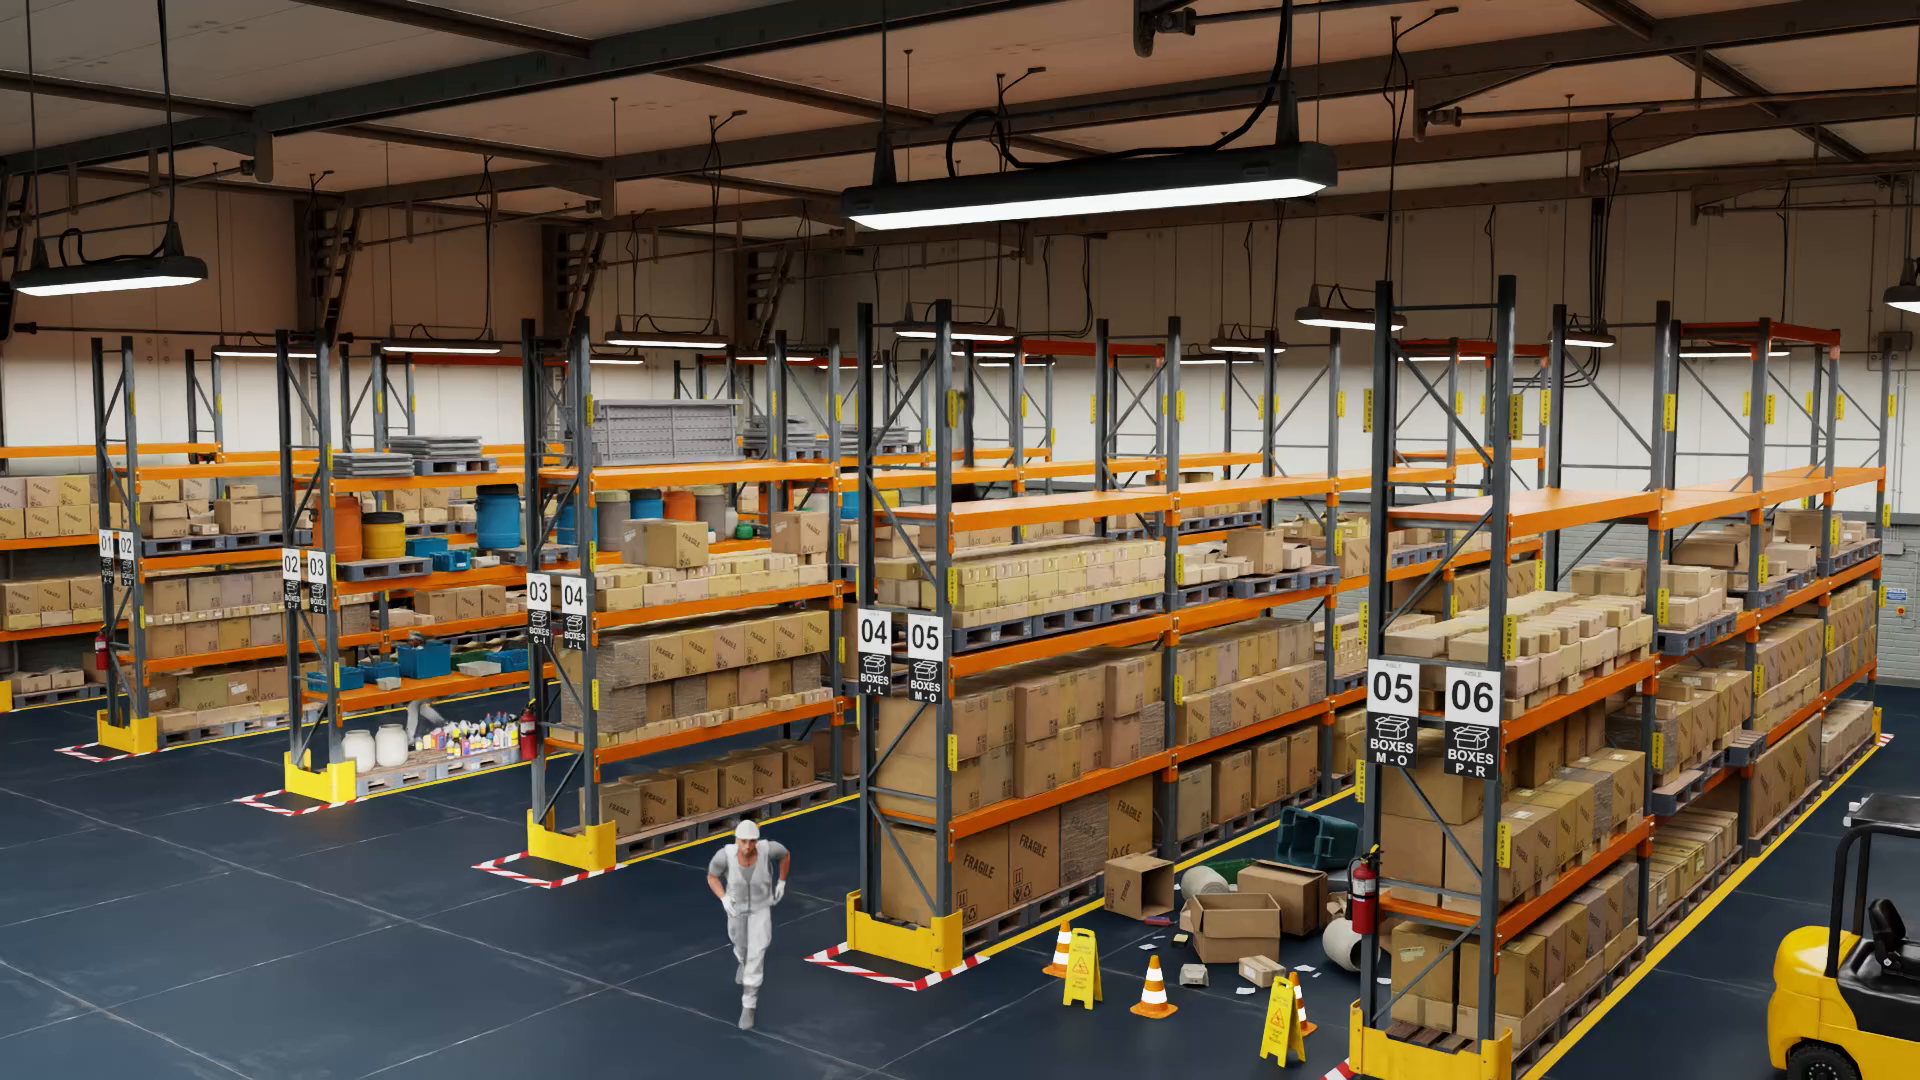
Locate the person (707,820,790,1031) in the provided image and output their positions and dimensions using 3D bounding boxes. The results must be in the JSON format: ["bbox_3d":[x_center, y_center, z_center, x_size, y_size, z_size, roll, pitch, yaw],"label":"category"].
[{"bbox_3d":[-1.779,3.117,13.989,0.694,1.733,1.055,-1,5,-11],"label":"person"}]

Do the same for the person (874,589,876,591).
[{"bbox_3d":[-1.723,1.279,35.363,0.563,1.710,0.718,2,6,26],"label":"person"}]

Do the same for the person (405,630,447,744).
[{"bbox_3d":[-7.977,2.161,24.578,0.566,1.694,0.929,4,6,39],"label":"person"}]
